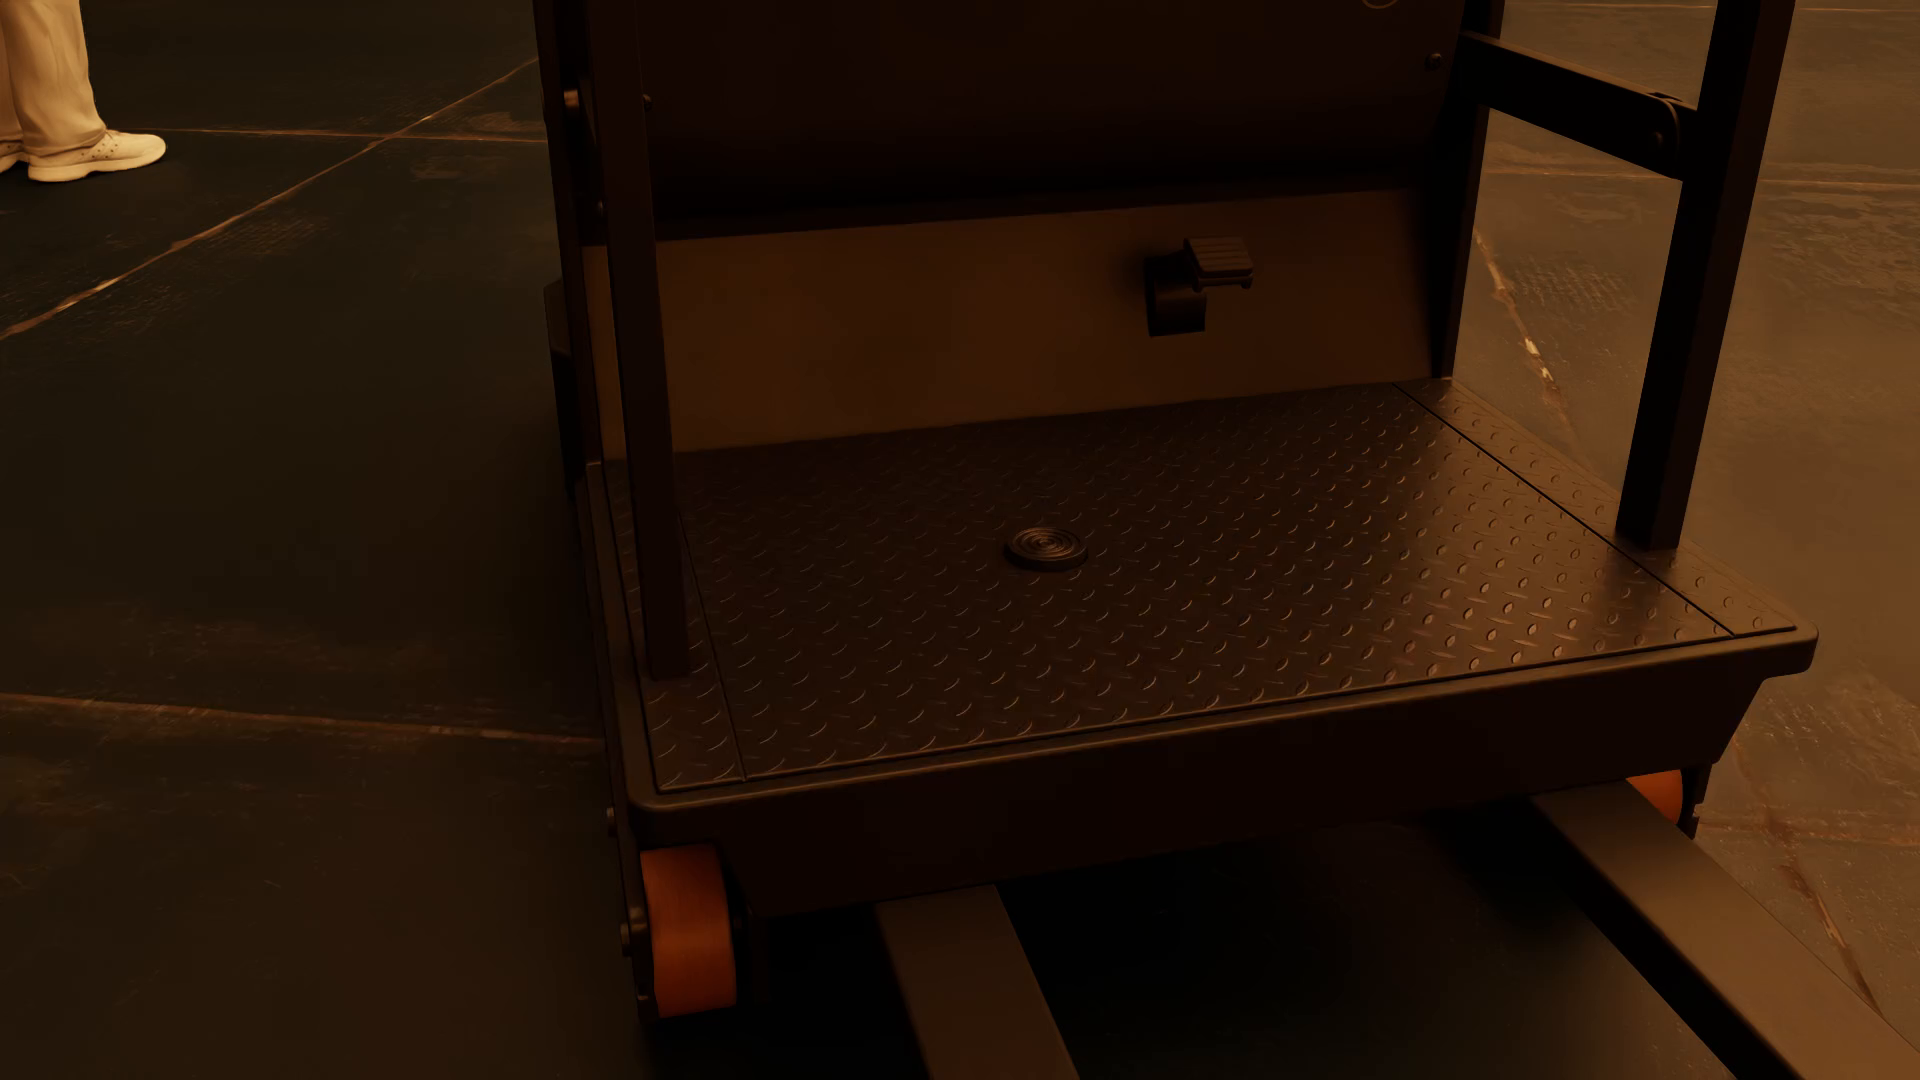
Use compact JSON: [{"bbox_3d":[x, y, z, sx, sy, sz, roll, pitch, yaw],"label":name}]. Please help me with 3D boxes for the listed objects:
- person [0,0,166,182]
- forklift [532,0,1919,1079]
[{"bbox_3d":[-2.472,-1.823,4.162,0.670,1.781,0.435,16,31,29],"label":"person"},{"bbox_3d":[0.153,-1.049,1.319,1.130,2.935,3.031,-7,27,-13],"label":"forklift"}]
